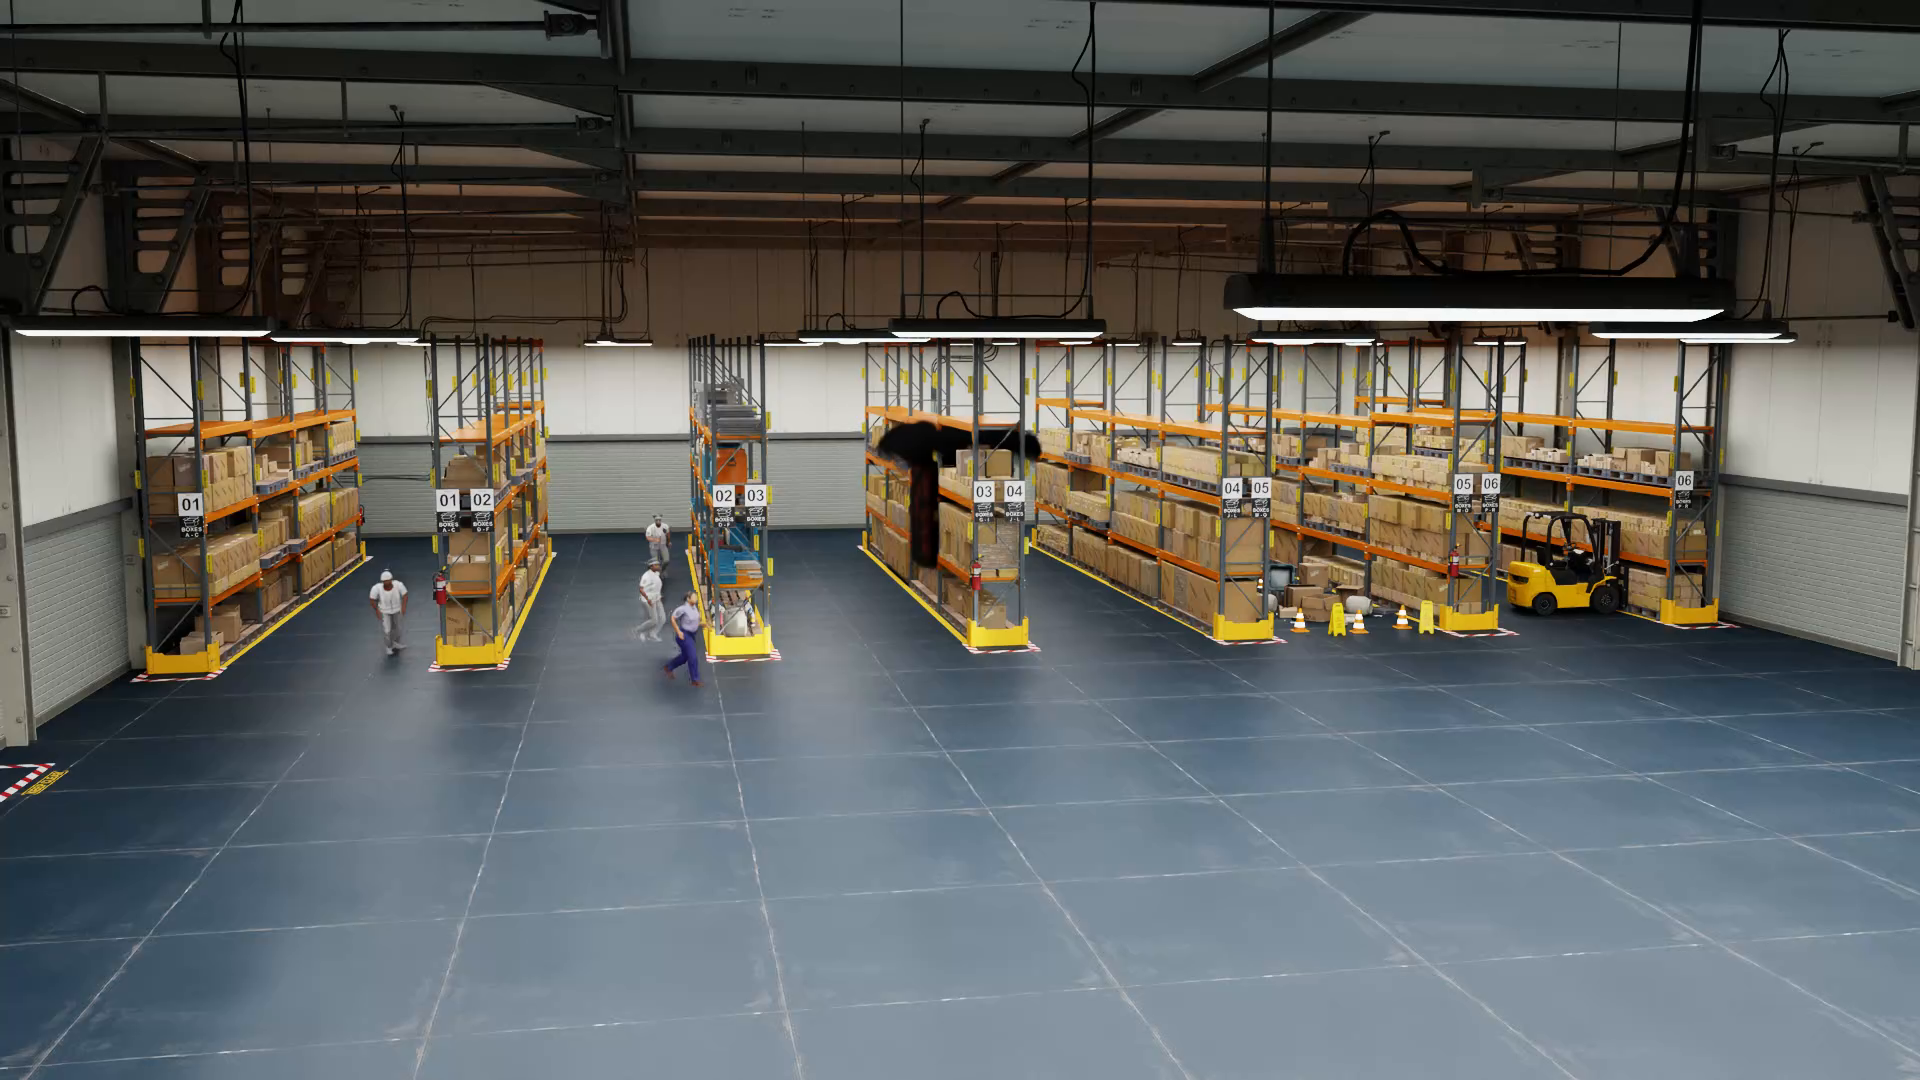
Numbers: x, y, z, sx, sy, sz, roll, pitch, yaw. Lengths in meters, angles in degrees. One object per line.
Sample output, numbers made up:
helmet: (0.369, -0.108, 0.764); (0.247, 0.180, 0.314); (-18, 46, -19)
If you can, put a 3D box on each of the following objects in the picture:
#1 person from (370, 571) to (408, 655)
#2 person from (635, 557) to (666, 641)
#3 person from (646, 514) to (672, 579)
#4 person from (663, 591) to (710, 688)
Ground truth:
person: (-10.725, 1.349, 31.285); (0.727, 1.624, 0.900); (-5, 8, -35)
person: (-5.779, 1.107, 31.054); (0.570, 1.600, 0.558); (3, 7, 28)
person: (-7.460, 0.168, 41.250); (0.675, 1.660, 0.900); (-2, 7, -20)
person: (-4.702, 1.681, 28.363); (0.886, 1.661, 0.581); (2, 7, 17)
